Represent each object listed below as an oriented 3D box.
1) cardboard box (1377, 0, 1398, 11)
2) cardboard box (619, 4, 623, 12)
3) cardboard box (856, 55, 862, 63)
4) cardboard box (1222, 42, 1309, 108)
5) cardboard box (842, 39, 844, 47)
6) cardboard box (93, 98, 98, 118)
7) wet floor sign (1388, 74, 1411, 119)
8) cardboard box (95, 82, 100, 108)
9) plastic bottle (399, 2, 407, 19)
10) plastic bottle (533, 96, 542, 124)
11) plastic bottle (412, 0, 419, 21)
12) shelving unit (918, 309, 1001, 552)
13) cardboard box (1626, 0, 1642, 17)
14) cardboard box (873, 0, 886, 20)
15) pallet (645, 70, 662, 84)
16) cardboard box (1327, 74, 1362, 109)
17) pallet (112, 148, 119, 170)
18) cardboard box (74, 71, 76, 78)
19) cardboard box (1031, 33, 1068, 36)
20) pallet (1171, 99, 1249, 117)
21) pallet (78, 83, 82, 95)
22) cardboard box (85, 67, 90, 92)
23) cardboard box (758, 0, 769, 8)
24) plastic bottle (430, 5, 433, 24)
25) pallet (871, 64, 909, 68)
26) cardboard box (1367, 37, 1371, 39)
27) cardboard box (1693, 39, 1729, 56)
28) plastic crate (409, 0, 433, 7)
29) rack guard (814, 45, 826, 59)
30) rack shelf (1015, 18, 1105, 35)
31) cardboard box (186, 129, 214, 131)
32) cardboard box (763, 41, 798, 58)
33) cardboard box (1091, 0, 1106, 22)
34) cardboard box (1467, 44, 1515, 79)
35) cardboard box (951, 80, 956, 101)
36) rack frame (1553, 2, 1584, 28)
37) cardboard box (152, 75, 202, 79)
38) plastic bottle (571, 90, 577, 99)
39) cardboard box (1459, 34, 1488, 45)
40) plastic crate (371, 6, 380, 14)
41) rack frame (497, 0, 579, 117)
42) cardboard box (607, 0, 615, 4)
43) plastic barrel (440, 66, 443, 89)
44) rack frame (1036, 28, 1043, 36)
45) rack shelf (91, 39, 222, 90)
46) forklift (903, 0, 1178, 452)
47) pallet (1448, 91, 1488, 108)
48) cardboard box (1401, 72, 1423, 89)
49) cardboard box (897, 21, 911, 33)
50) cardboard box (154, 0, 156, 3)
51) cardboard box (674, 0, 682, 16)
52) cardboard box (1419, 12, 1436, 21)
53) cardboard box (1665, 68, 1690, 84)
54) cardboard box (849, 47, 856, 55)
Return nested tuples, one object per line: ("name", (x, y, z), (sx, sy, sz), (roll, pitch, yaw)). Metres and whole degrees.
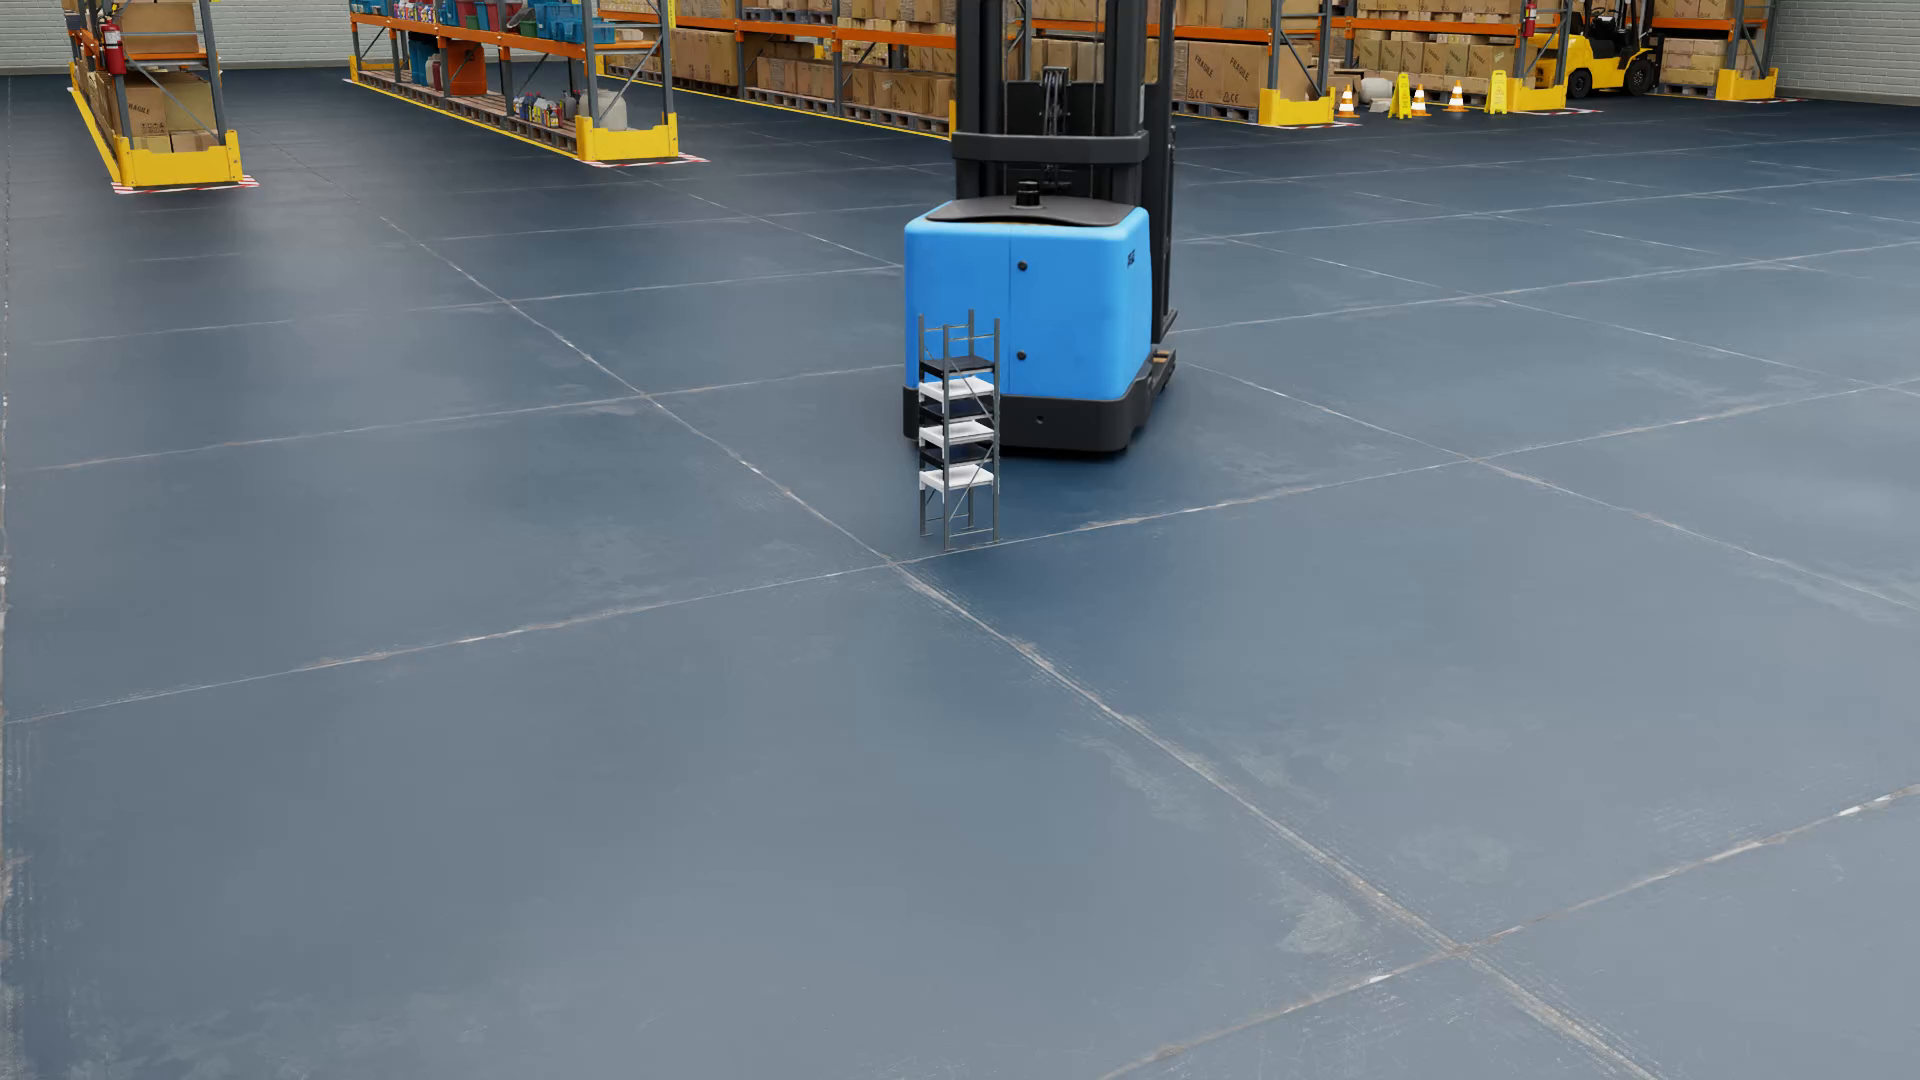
("cardboard box", (7.512, -9.316, 28.422), (0.500, 0.500, 0.500), (-10, 21, -27))
("cardboard box", (-6.639, -10.707, 33.448), (0.380, 0.149, 0.250), (-10, 22, -27))
("cardboard box", (-2.003, -10.296, 35.598), (0.380, 0.149, 0.250), (-10, 21, -27))
("cardboard box", (4.501, -6.873, 24.564), (0.875, 0.875, 0.875), (-10, 21, -26))
("cardboard box", (-2.523, -10.864, 36.330), (0.380, 0.149, 0.250), (-10, 21, -27))
("cardboard box", (-11.569, -5.928, 22.785), (0.500, 0.250, 0.500), (-11, 22, -28))
("wet floor sign", (6.637, -6.680, 25.000), (0.267, 0.644, 0.232), (-14, 24, -36))
("cardboard box", (-10.849, -5.754, 21.419), (0.500, 0.311, 0.500), (-9, 21, -25))
("plastic bottle", (-9.531, -9.077, 28.528), (0.152, 0.276, 0.135), (-10, 21, -27))
("plastic bottle", (-5.481, -5.620, 21.705), (0.144, 0.351, 0.185), (-10, 21, -27))
("plastic bottle", (-8.990, -8.783, 27.560), (0.144, 0.351, 0.185), (-10, 21, -27))
("shelving unit", (-0.004, -0.428, 6.491), (0.258, 0.900, 0.210), (-10, 21, -27))
("cardboard box", (12.361, -9.648, 29.839), (0.500, 0.500, 0.500), (-10, 21, -26))
("cardboard box", (-0.740, -7.675, 23.667), (0.875, 0.500, 0.500), (-10, 21, -27))
("pallet", (-5.523, -9.112, 32.714), (1.003, 0.211, 1.213), (-10, 21, -27))
("cardboard box", (6.127, -7.222, 26.789), (0.637, 0.503, 0.797), (7, 20, 20))
("pallet", (-9.227, -4.466, 19.251), (1.003, 0.211, 1.213), (-10, 21, -27))
("cardboard box", (-15.835, -8.438, 30.155), (0.380, 0.166, 0.250), (-10, 21, -27))
("cardboard box", (1.993, -11.696, 39.213), (0.875, 0.438, 0.875), (-11, 22, -28))
("pallet", (3.857, -6.743, 25.850), (1.003, 0.211, 1.213), (-10, 21, -27))
("pallet", (-15.434, -8.246, 30.205), (1.003, 0.211, 1.213), (-10, 21, -27))
("cardboard box", (-12.947, -6.925, 25.260), (0.500, 0.500, 0.500), (-11, 22, -29))
("cardboard box", (-3.039, -9.148, 27.748), (0.500, 0.500, 0.500), (-13, 23, -33))
("plastic bottle", (-8.367, -8.345, 26.397), (0.061, 0.283, 0.133), (-10, 21, -27))
("pallet", (-1.167, -9.808, 34.732), (1.003, 0.211, 1.213), (-10, 21, -27))
("cardboard box", (9.139, -10.607, 35.959), (0.500, 0.500, 0.500), (-10, 22, -27))
("cardboard box", (13.063, -8.515, 28.748), (0.500, 0.250, 0.500), (-9, 21, -25))
("plastic crate", (-9.793, -9.786, 30.204), (0.402, 0.464, 0.583), (-10, 21, -27))
("rack guard", (-2.681, -10.884, 37.406), (1.175, 0.500, 0.348), (-10, 21, -27))
("rack shelf", (2.032, -8.876, 28.860), (1.077, 0.370, 4.000), (-10, 21, -27))
("cardboard box", (-8.552, -4.452, 18.505), (0.500, 0.250, 0.500), (-10, 21, -27))
("cardboard box", (-2.986, -8.245, 27.934), (0.500, 0.250, 0.500), (-9, 21, -24))
("cardboard box", (2.498, -8.798, 27.376), (0.500, 0.500, 0.500), (-10, 21, -27))
("cardboard box", (8.579, -7.733, 26.864), (0.500, 0.500, 0.500), (-10, 21, -26))
("cardboard box", (0.186, -5.954, 22.475), (0.500, 0.500, 0.500), (-6, 20, -17))
("rack frame", (11.656, -10.208, 31.616), (1.000, 3.000, 0.127), (-10, 21, -27))
("cardboard box", (-9.021, -5.094, 19.218), (0.500, 0.500, 0.500), (-10, 21, -27))
("plastic bottle", (-5.231, -5.951, 22.667), (0.144, 0.351, 0.185), (-11, 22, -28))
("cardboard box", (8.346, -8.134, 27.034), (0.380, 0.149, 0.250), (-9, 21, -25))
("plastic crate", (-10.681, -9.790, 30.715), (0.293, 0.136, 0.466), (-10, 21, -27))
("rack frame", (-5.790, -7.136, 22.713), (1.000, 3.000, 0.127), (-10, 21, -27))
("cardboard box", (-6.887, -11.090, 33.945), (0.500, 0.250, 0.500), (-10, 22, -27))
("plastic barrel", (-8.284, -7.593, 27.207), (0.421, 0.512, 0.421), (0, 19, 0))
("rack frame", (1.082, -9.791, 30.406), (1.000, 3.000, 0.127), (-10, 21, -27))
("rack shelf", (-9.202, -5.456, 18.946), (1.077, 0.370, 4.000), (-10, 21, -27))
("forklift", (0.577, -2.231, 8.604), (1.130, 2.935, 3.031), (5, 20, 13))
("pallet", (8.799, -7.232, 27.267), (1.003, 0.211, 1.213), (-10, 21, -27))
("cardboard box", (7.850, -7.822, 28.274), (0.500, 0.250, 0.500), (-10, 22, -27))
("cardboard box", (-0.654, -7.100, 22.995), (0.380, 0.149, 0.250), (-10, 21, -27))
("cardboard box", (-8.377, -5.797, 17.684), (0.380, 0.149, 0.250), (-11, 22, -28))
("cardboard box", (-4.992, -9.932, 30.663), (0.500, 0.500, 0.500), (-10, 21, -27))
("cardboard box", (7.901, -8.743, 27.754), (0.380, 0.149, 0.250), (-10, 21, -27))
("cardboard box", (12.827, -8.189, 29.335), (0.500, 0.250, 0.500), (-10, 21, -27))
("cardboard box", (-2.184, -10.593, 36.001), (0.380, 0.149, 0.250), (-11, 22, -29))
